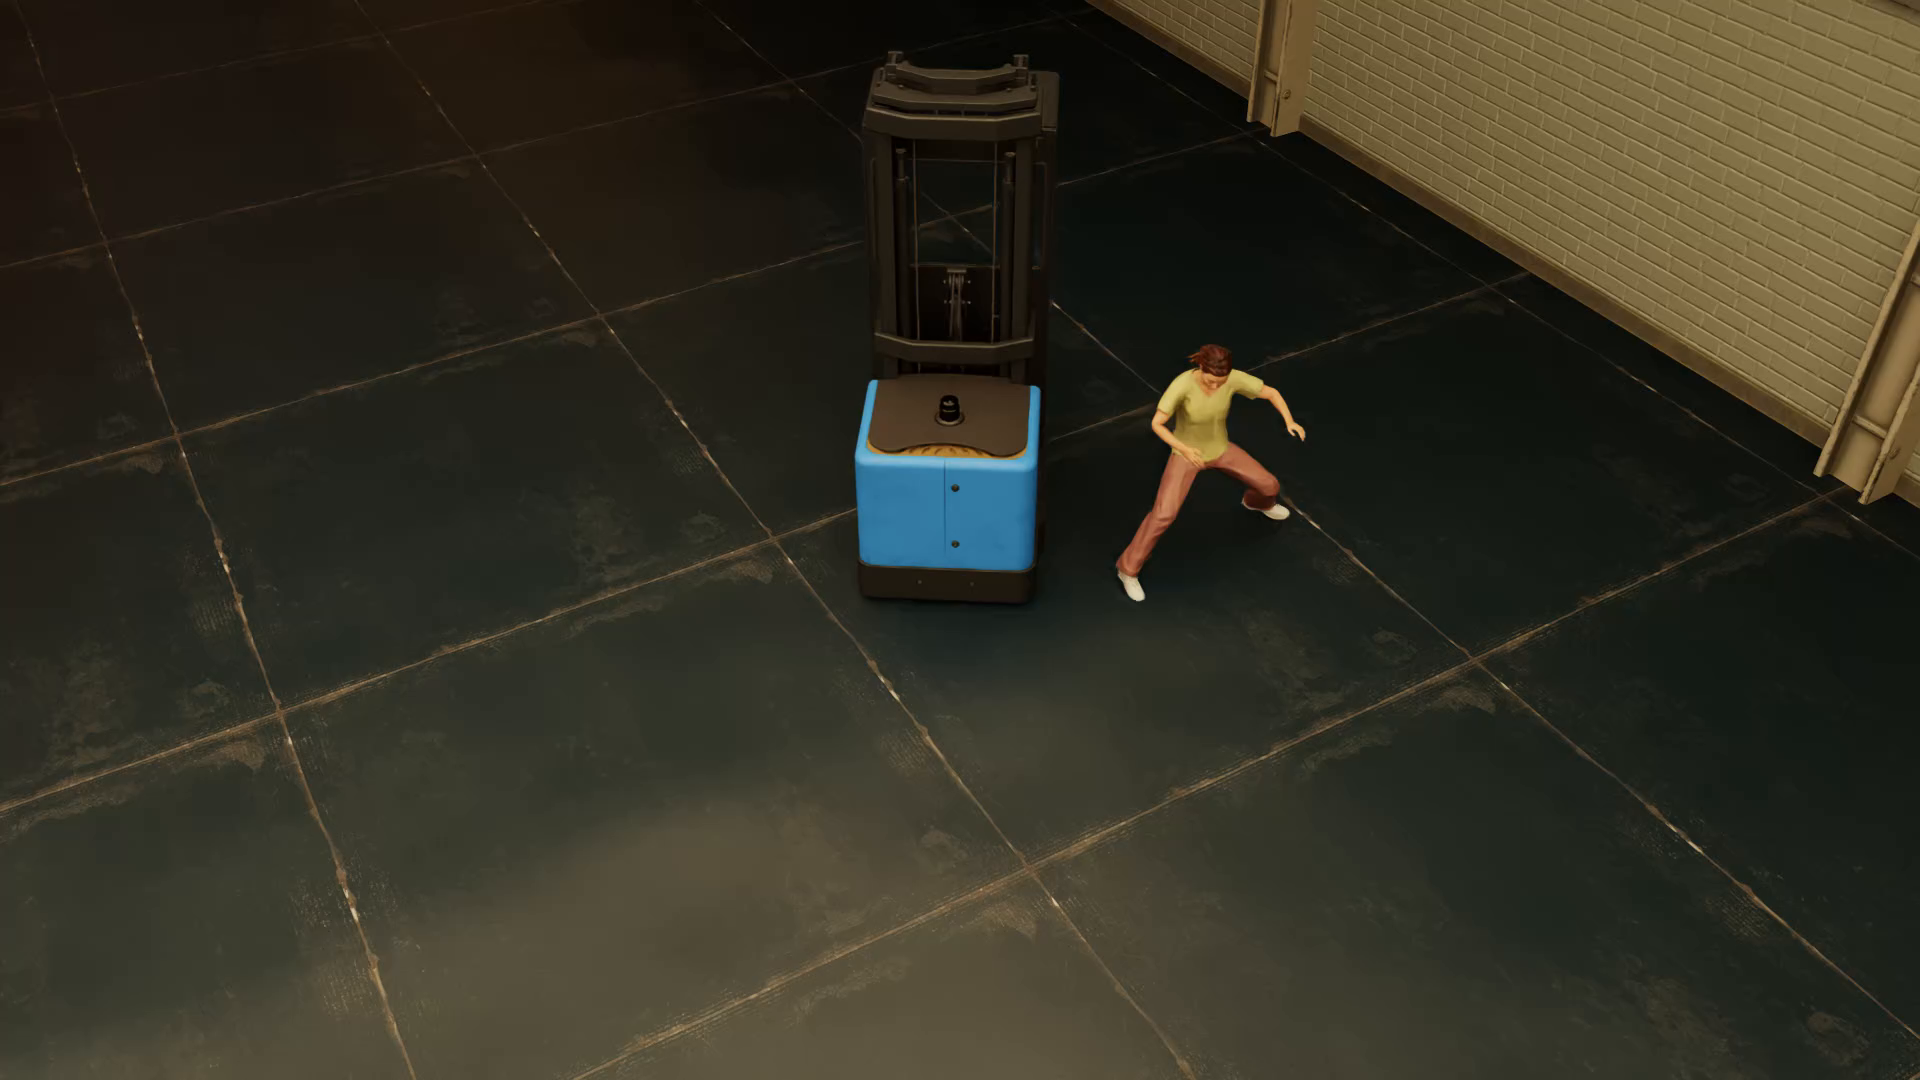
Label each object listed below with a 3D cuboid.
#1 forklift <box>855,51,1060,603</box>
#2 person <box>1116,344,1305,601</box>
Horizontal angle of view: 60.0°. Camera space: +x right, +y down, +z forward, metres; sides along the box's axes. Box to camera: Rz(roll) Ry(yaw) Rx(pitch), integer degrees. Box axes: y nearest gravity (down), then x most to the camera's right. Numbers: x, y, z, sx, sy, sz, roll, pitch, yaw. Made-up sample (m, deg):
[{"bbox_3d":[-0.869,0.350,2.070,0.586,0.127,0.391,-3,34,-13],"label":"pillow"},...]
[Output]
[{"bbox_3d":[0.013,-1.683,10.065,1.130,2.935,3.031,2,40,3],"label":"forklift"},{"bbox_3d":[1.511,-0.475,9.772,1.222,1.474,0.679,-8,40,-10],"label":"person"}]
